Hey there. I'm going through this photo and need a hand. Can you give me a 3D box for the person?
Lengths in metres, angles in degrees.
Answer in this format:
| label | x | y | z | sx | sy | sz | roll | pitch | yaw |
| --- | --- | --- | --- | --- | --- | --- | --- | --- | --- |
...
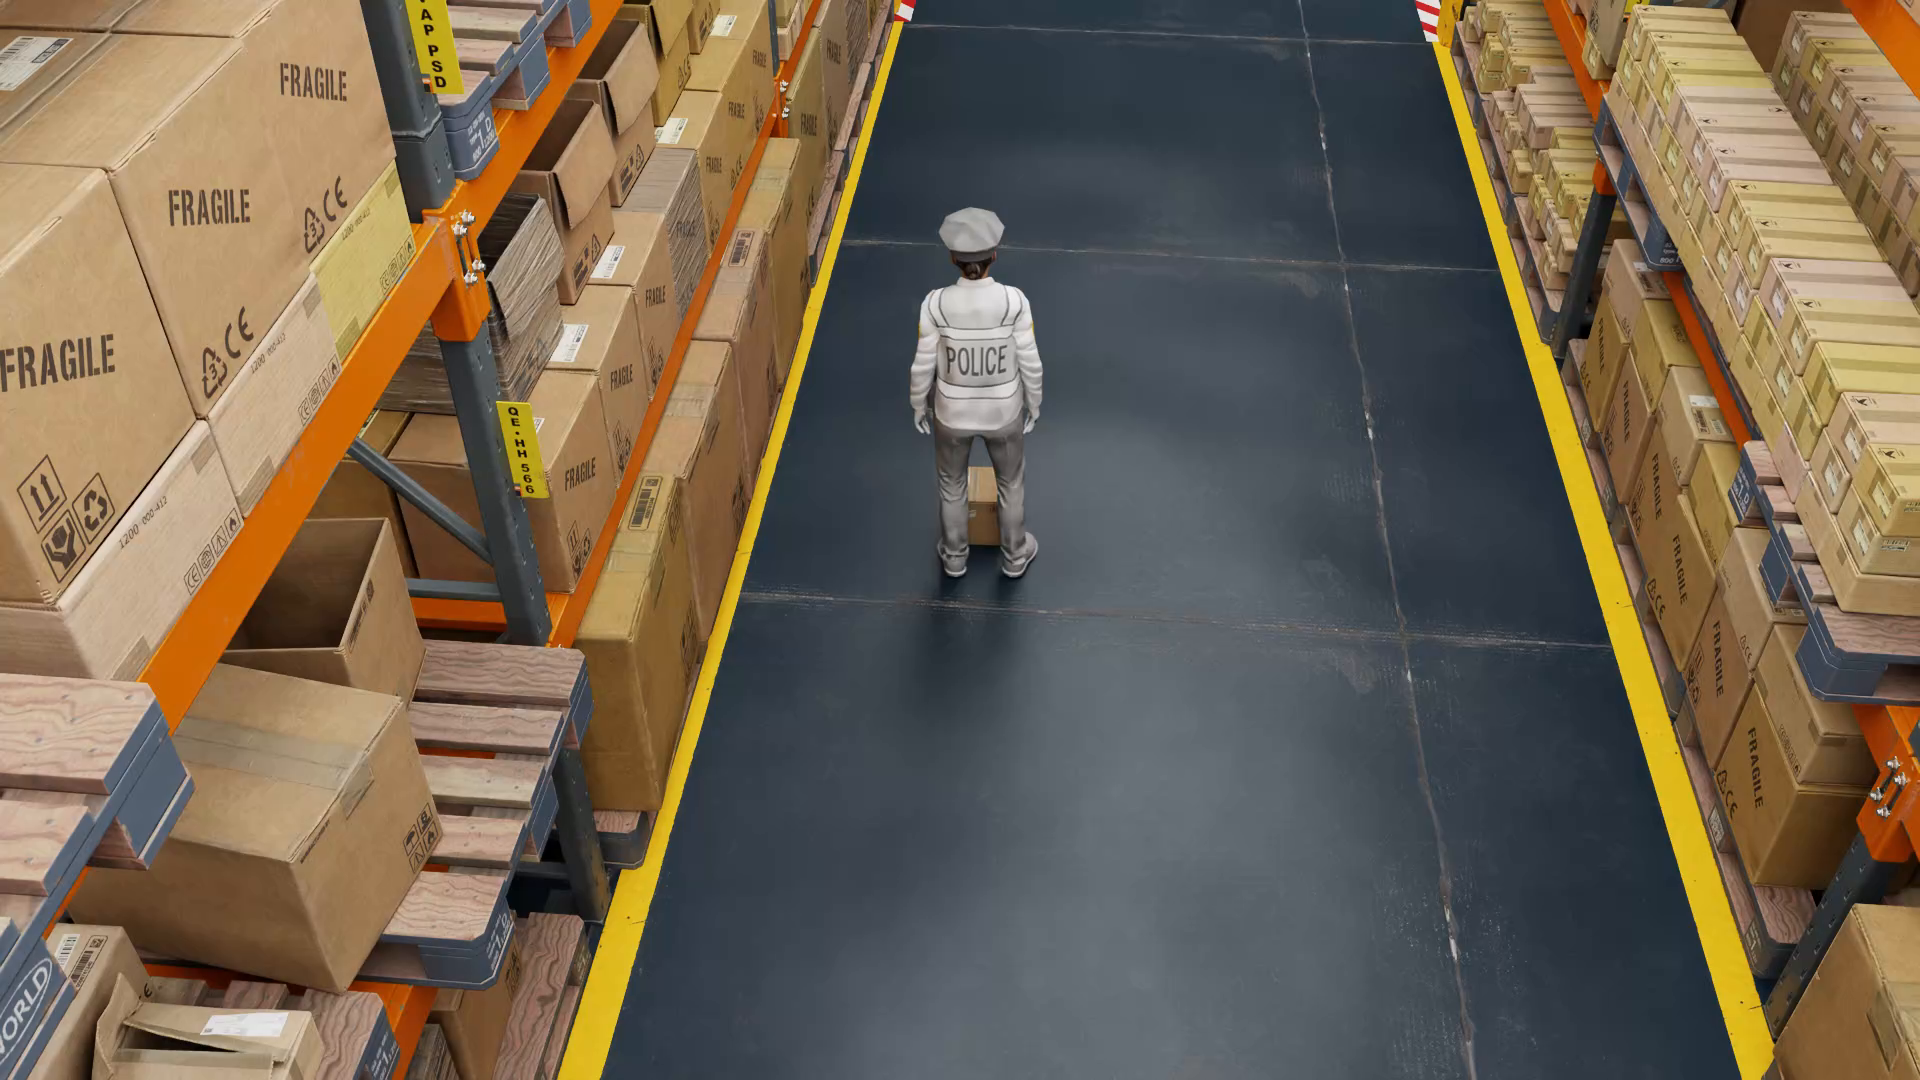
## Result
| label | x | y | z | sx | sy | sz | roll | pitch | yaw |
| --- | --- | --- | --- | --- | --- | --- | --- | --- | --- |
| person | 0.070 | -0.535 | 6.783 | 0.547 | 1.666 | 0.371 | 0 | 40 | 0 |
